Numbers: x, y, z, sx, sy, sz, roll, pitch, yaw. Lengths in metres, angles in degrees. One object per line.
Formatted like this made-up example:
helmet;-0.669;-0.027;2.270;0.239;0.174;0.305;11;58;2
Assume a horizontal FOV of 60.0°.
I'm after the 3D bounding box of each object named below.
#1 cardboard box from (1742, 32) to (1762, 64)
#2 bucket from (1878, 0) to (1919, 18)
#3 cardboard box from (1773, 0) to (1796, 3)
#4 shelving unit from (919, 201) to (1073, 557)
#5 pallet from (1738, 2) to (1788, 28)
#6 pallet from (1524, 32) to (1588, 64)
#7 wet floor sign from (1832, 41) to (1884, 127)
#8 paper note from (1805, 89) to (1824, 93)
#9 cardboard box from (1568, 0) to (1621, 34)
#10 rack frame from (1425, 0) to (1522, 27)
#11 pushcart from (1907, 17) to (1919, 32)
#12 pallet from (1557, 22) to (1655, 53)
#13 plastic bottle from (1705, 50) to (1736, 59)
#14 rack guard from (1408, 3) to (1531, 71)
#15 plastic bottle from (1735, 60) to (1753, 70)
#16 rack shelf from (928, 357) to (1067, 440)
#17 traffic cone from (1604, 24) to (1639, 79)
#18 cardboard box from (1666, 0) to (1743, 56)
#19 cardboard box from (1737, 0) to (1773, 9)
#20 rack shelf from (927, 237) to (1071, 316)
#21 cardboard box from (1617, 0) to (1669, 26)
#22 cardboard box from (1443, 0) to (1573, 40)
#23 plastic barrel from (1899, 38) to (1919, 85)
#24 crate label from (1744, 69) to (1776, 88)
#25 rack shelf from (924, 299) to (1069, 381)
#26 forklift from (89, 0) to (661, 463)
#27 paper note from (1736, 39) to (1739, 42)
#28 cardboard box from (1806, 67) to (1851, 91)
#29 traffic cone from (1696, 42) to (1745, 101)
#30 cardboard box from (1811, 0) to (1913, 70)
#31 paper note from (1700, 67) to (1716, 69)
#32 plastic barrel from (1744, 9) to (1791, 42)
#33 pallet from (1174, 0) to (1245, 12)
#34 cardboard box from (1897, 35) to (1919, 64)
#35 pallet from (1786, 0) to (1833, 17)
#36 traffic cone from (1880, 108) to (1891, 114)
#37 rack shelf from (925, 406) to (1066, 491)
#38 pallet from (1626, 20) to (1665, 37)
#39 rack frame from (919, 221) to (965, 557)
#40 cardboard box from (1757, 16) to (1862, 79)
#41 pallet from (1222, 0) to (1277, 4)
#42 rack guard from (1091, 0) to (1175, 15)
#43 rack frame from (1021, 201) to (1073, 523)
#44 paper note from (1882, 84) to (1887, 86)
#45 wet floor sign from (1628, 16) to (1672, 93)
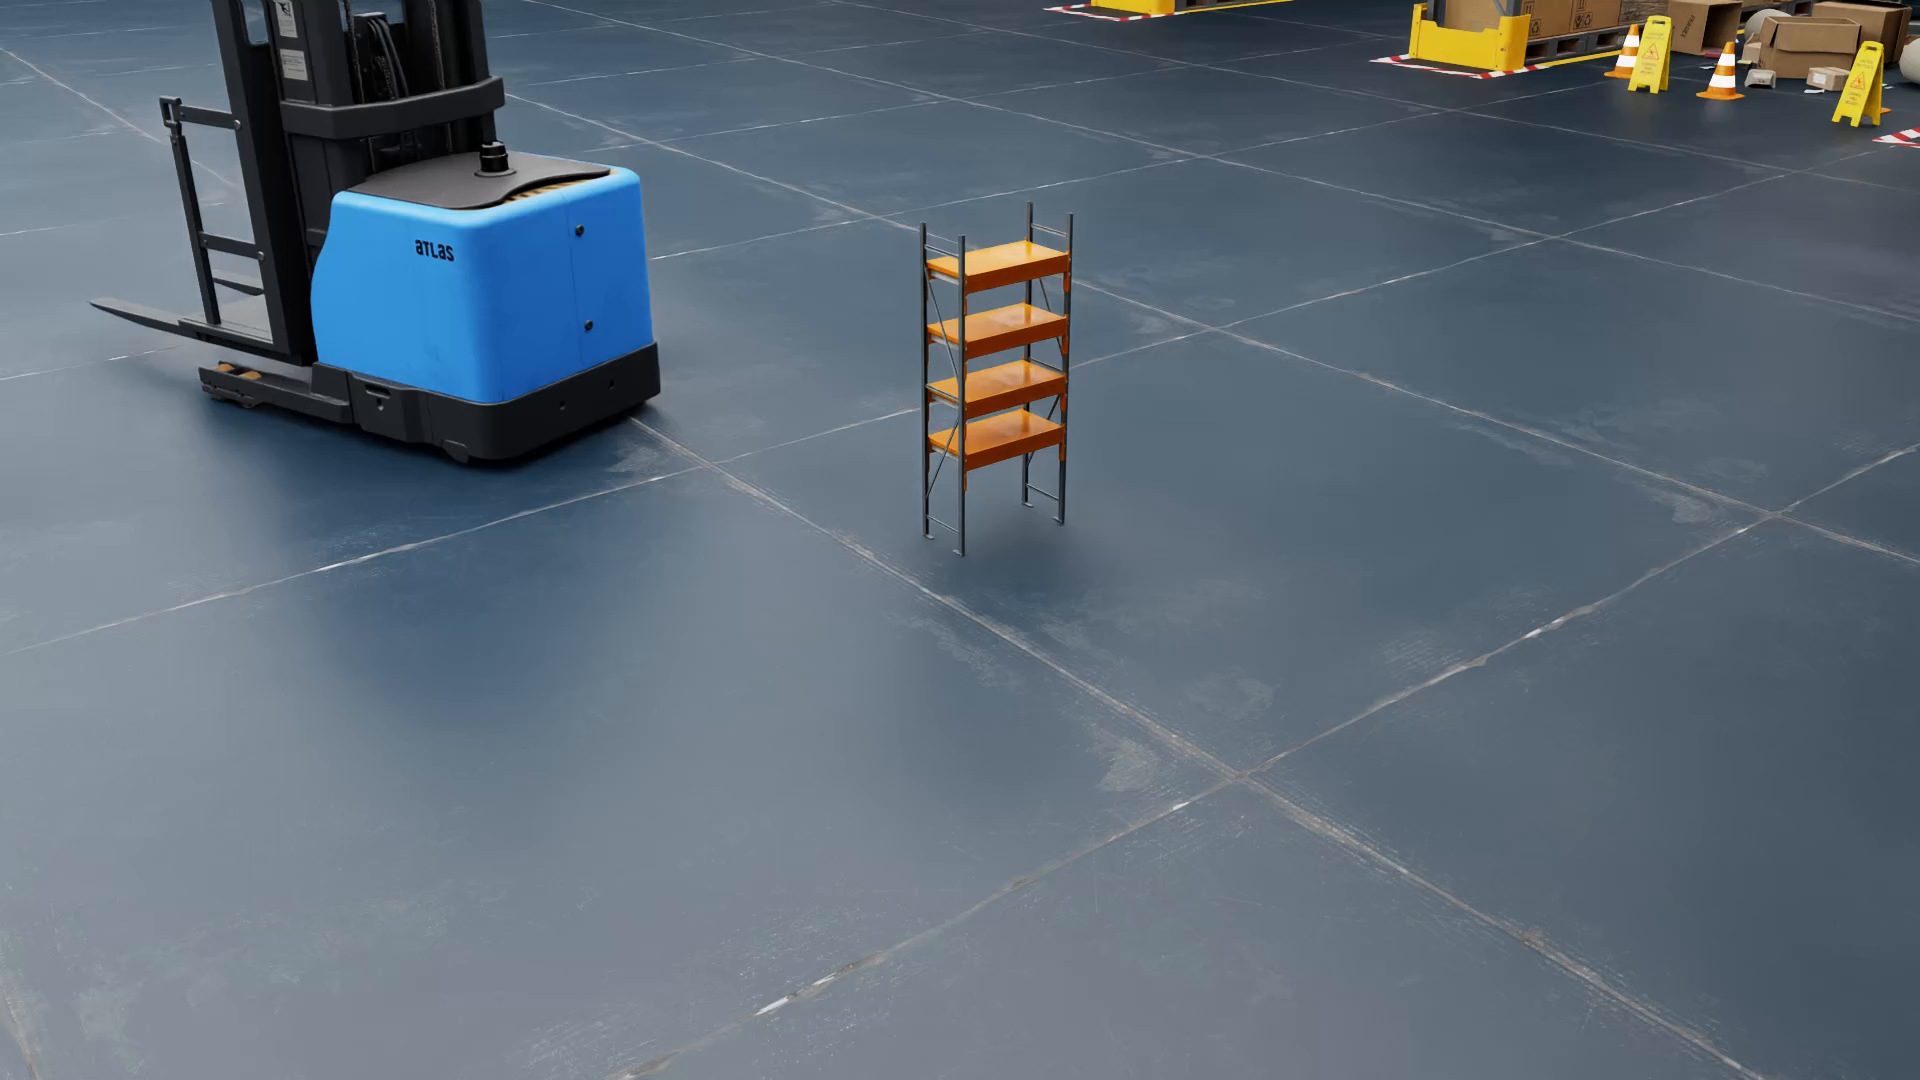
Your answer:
cardboard box;7.927;-4.818;16.317;0.258;0.266;0.396;-13;28;-25
bucket;9.459;-5.521;16.665;0.620;0.611;0.726;2;23;-21
cardboard box;9.338;-6.726;19.352;0.750;0.750;1.050;-18;31;-34
shelving unit;0.130;-0.587;6.090;0.503;1.200;0.258;-18;31;-34
pallet;8.704;-6.076;19.091;1.213;0.211;1.003;-18;31;-34
pallet;5.577;-5.045;16.870;1.213;0.211;1.003;-18;31;-34
wet floor sign;7.320;-3.700;13.455;0.232;0.644;0.267;-8;26;-16
paper note;7.645;-4.021;14.877;0.148;0.019;0.142;15;29;29
cardboard box;6.180;-5.730;17.059;0.875;0.875;0.875;-19;31;-35
rack frame;4.996;-6.076;15.779;0.127;3.000;1.000;-18;31;-34
pushcart;9.831;-5.055;16.693;1.648;0.377;0.936;15;29;29
pallet;6.536;-5.360;17.549;1.213;0.211;1.003;-18;31;-34
plastic bottle;7.605;-4.843;16.613;0.283;0.061;0.133;15;29;29
rack guard;4.977;-4.936;16.292;0.348;0.500;1.175;-18;31;-34
plastic bottle;7.588;-4.603;16.096;0.133;0.061;0.283;15;29;29
rack shelf;0.130;-0.526;6.118;0.480;0.148;0.258;-18;31;-34
traffic cone;6.290;-4.593;15.597;0.334;0.463;0.336;-18;31;-34
cardboard box;7.555;-5.239;16.942;0.500;0.500;0.500;-13;28;-25
cardboard box;8.577;-6.476;18.815;0.750;0.750;1.050;-18;31;-34
rack shelf;0.130;-0.944;5.925;0.480;0.148;0.258;-18;31;-34
cardboard box;6.898;-5.966;17.568;0.875;0.875;0.875;-18;30;-34
cardboard box;5.489;-5.501;16.565;0.875;0.875;0.875;-18;30;-34
plastic barrel;8.821;-4.332;15.082;0.421;0.421;0.512;1;25;2
crate label;7.300;-4.207;15.153;0.250;0.136;0.298;10;27;20
rack shelf;0.130;-0.729;6.024;0.480;0.148;0.258;-18;31;-34
forklift;-2.876;-2.097;7.287;3.031;2.935;1.130;15;29;29
paper note;8.173;-5.294;17.620;0.147;0.020;0.142;5;25;11
cardboard box;7.914;-4.179;15.078;0.250;0.149;0.380;-3;25;-7
traffic cone;6.720;-4.130;14.600;0.334;0.463;0.336;-18;31;-34
cardboard box;8.681;-4.932;16.119;0.503;0.637;0.797;-18;31;-34
paper note;7.245;-4.563;16.047;0.142;0.017;0.144;-8;26;-16
plastic barrel;8.197;-5.144;16.830;0.421;0.421;0.512;1;25;2
pallet;2.736;-6.700;20.435;1.213;0.211;1.003;-18;31;-34
cardboard box;9.312;-4.761;16.193;0.258;0.266;0.396;5;25;11
pallet;9.665;-6.394;19.777;1.213;0.211;1.003;-18;31;-34
traffic cone;7.672;-3.851;13.998;0.334;0.463;0.336;-18;31;-34
rack shelf;0.130;-0.346;6.202;0.480;0.148;0.258;-18;31;-34
pallet;7.497;-5.679;18.235;1.213;0.211;1.003;-18;31;-34
rack frame;-0.062;-0.524;5.954;0.015;1.200;0.240;-18;31;-34
cardboard box;7.950;-4.625;15.618;0.797;0.503;0.637;5;25;11
pallet;3.695;-7.015;21.114;1.213;0.211;1.003;-18;31;-34
rack guard;2.075;-6.631;19.945;0.348;0.500;1.175;-18;31;-34
rack frame;0.322;-0.651;6.227;0.015;1.200;0.240;-18;31;-34
paper note;8.406;-4.187;15.248;0.142;0.019;0.148;-8;26;-16
wet floor sign;6.195;-4.345;14.845;0.267;0.644;0.232;21;32;37
